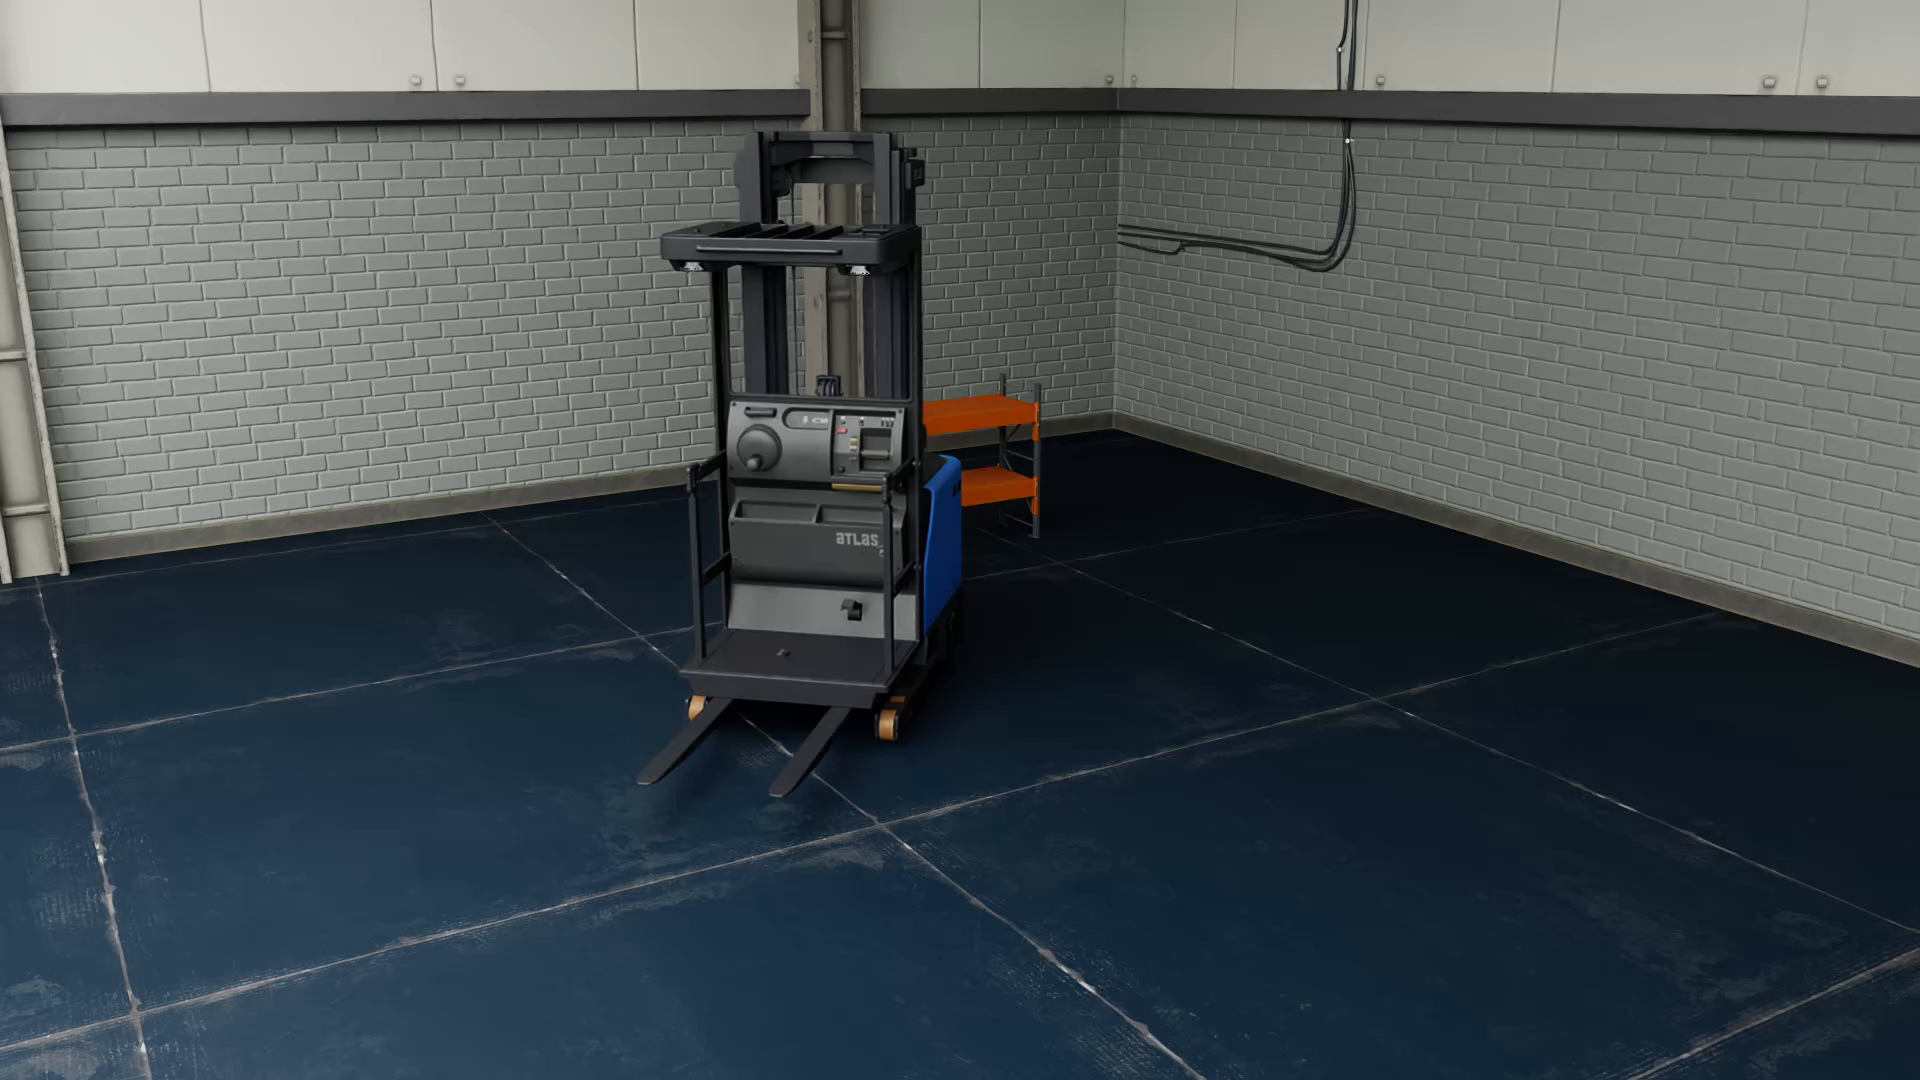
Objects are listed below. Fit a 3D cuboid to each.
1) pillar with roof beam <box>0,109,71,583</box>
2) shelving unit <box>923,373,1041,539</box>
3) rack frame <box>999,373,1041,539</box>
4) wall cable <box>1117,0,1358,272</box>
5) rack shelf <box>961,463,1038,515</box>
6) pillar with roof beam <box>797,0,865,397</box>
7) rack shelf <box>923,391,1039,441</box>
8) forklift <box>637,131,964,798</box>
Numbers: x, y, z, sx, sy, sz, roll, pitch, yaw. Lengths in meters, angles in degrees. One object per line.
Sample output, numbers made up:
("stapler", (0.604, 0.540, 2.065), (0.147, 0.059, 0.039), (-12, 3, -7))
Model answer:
("pillar with roof beam", (-3.963, -3.114, 6.348), (0.400, 9.000, 9.100), (-9, 18, -30))
("shelving unit", (-0.006, -0.541, 11.755), (1.048, 1.125, 0.538), (-9, 18, -30))
("rack frame", (0.430, -0.611, 12.007), (0.032, 1.125, 0.500), (-9, 18, -30))
("wall cable", (2.169, -3.553, 13.665), (0.112, 2.526, 3.097), (-9, 18, -30))
("rack shelf", (-0.006, -0.305, 11.821), (1.000, 0.278, 0.538), (-9, 18, -30))
("pillar with roof beam", (1.180, -3.949, 9.324), (0.400, 9.000, 9.100), (-9, 18, -30))
("rack shelf", (-0.006, -0.823, 11.676), (1.000, 0.278, 0.538), (-9, 18, -30))
("forklift", (-0.780, -0.512, 8.306), (1.130, 2.935, 3.031), (3, 16, 11))
